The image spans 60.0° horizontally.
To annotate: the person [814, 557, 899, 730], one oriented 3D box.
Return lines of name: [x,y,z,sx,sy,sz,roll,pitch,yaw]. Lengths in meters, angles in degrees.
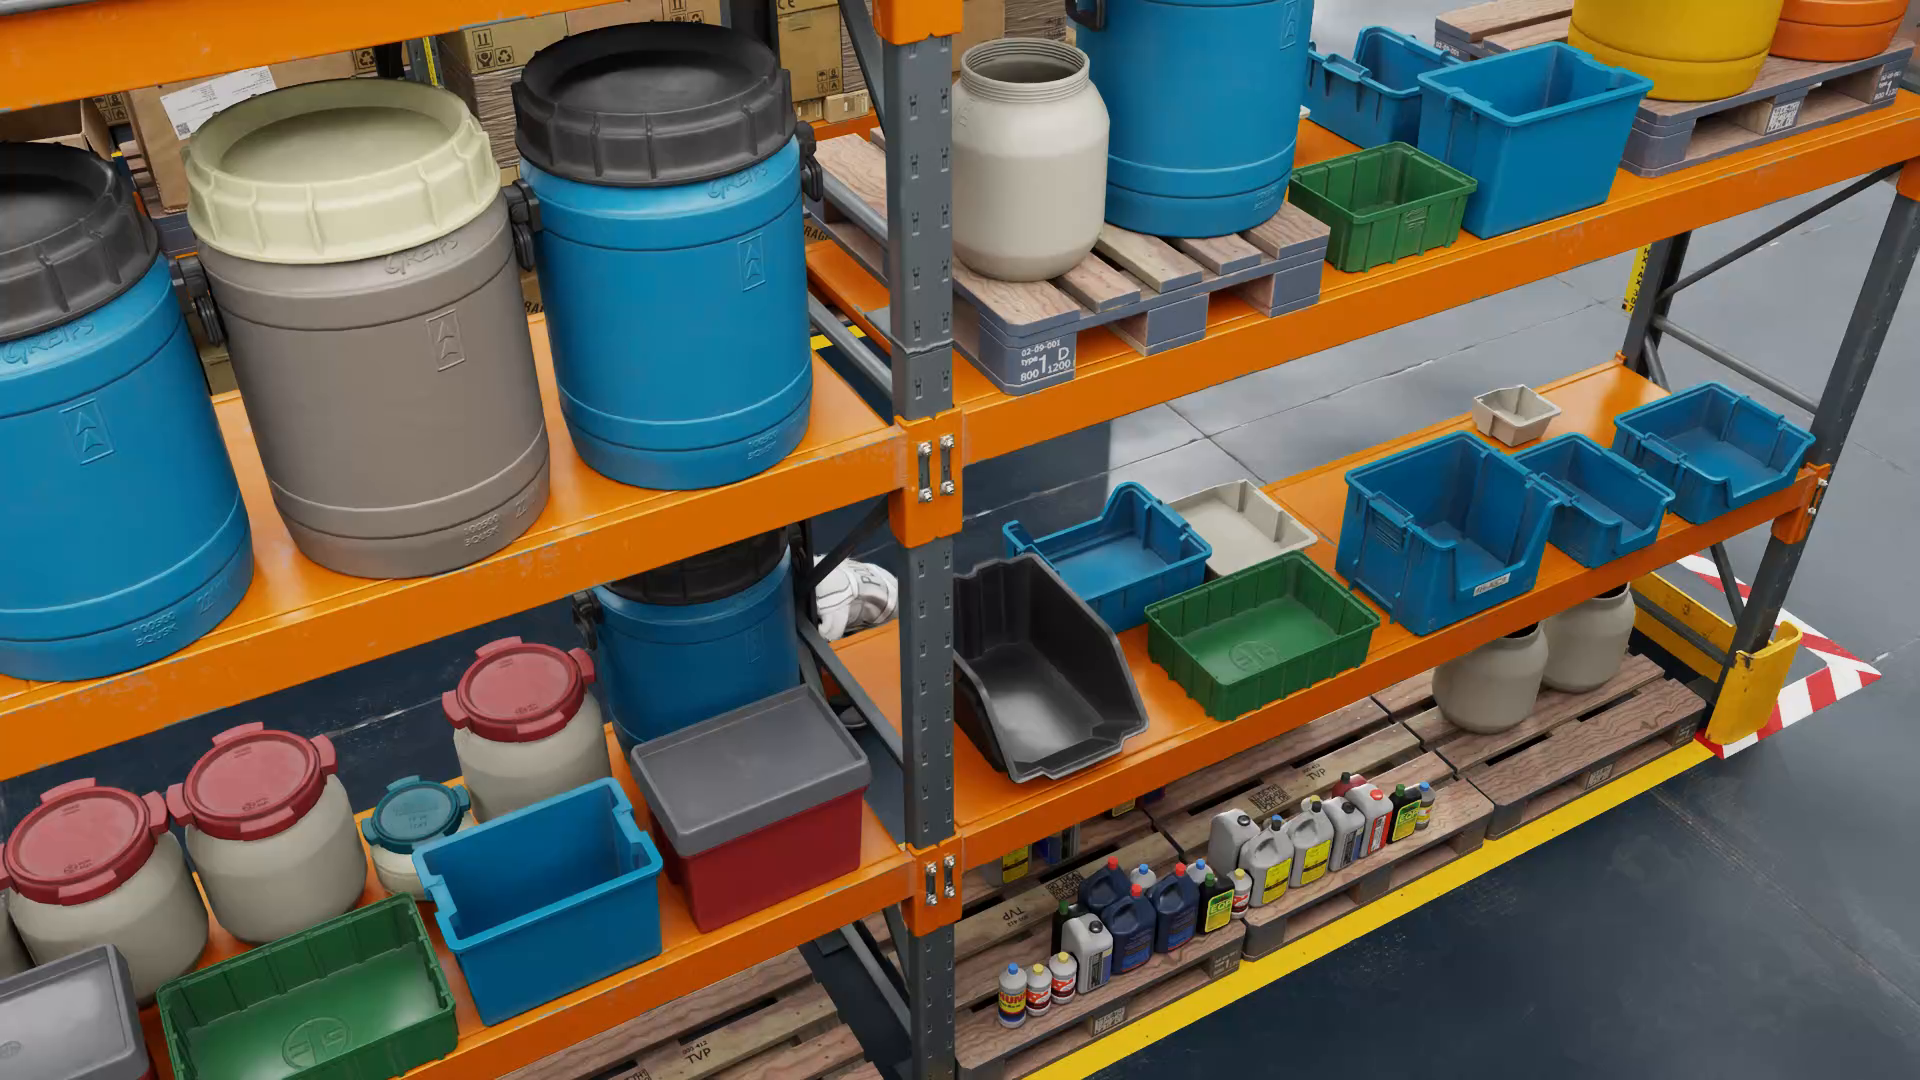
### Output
person: [-0.566,0.376,7.015,0.826,0.967,0.495,-19,41,-24]
